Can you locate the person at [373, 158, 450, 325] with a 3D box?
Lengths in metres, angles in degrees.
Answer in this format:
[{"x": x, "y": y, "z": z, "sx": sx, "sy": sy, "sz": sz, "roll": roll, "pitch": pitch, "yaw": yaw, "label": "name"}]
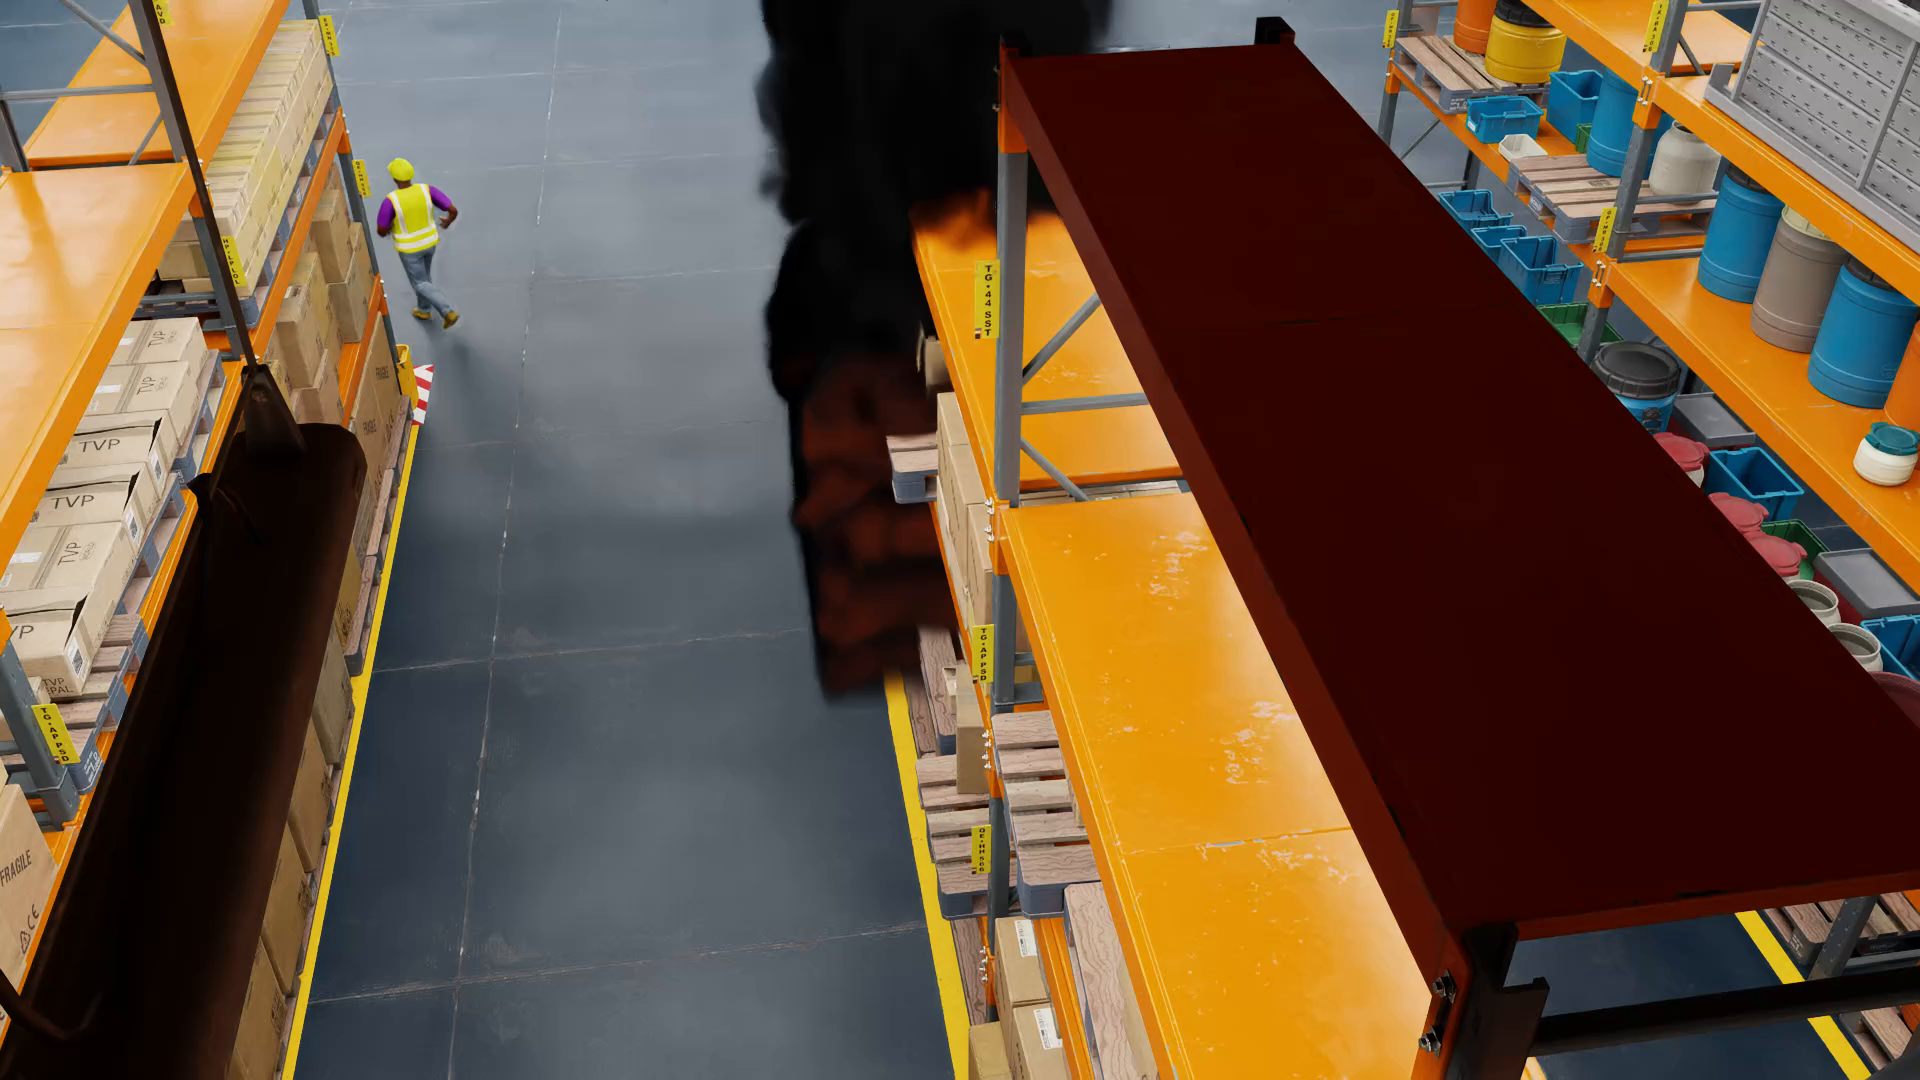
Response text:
[{"x": -5.198, "y": -2.795, "z": 15.823, "sx": 0.774, "sy": 1.760, "sz": 0.747, "roll": 28, "pitch": 45, "yaw": 33, "label": "person"}]
